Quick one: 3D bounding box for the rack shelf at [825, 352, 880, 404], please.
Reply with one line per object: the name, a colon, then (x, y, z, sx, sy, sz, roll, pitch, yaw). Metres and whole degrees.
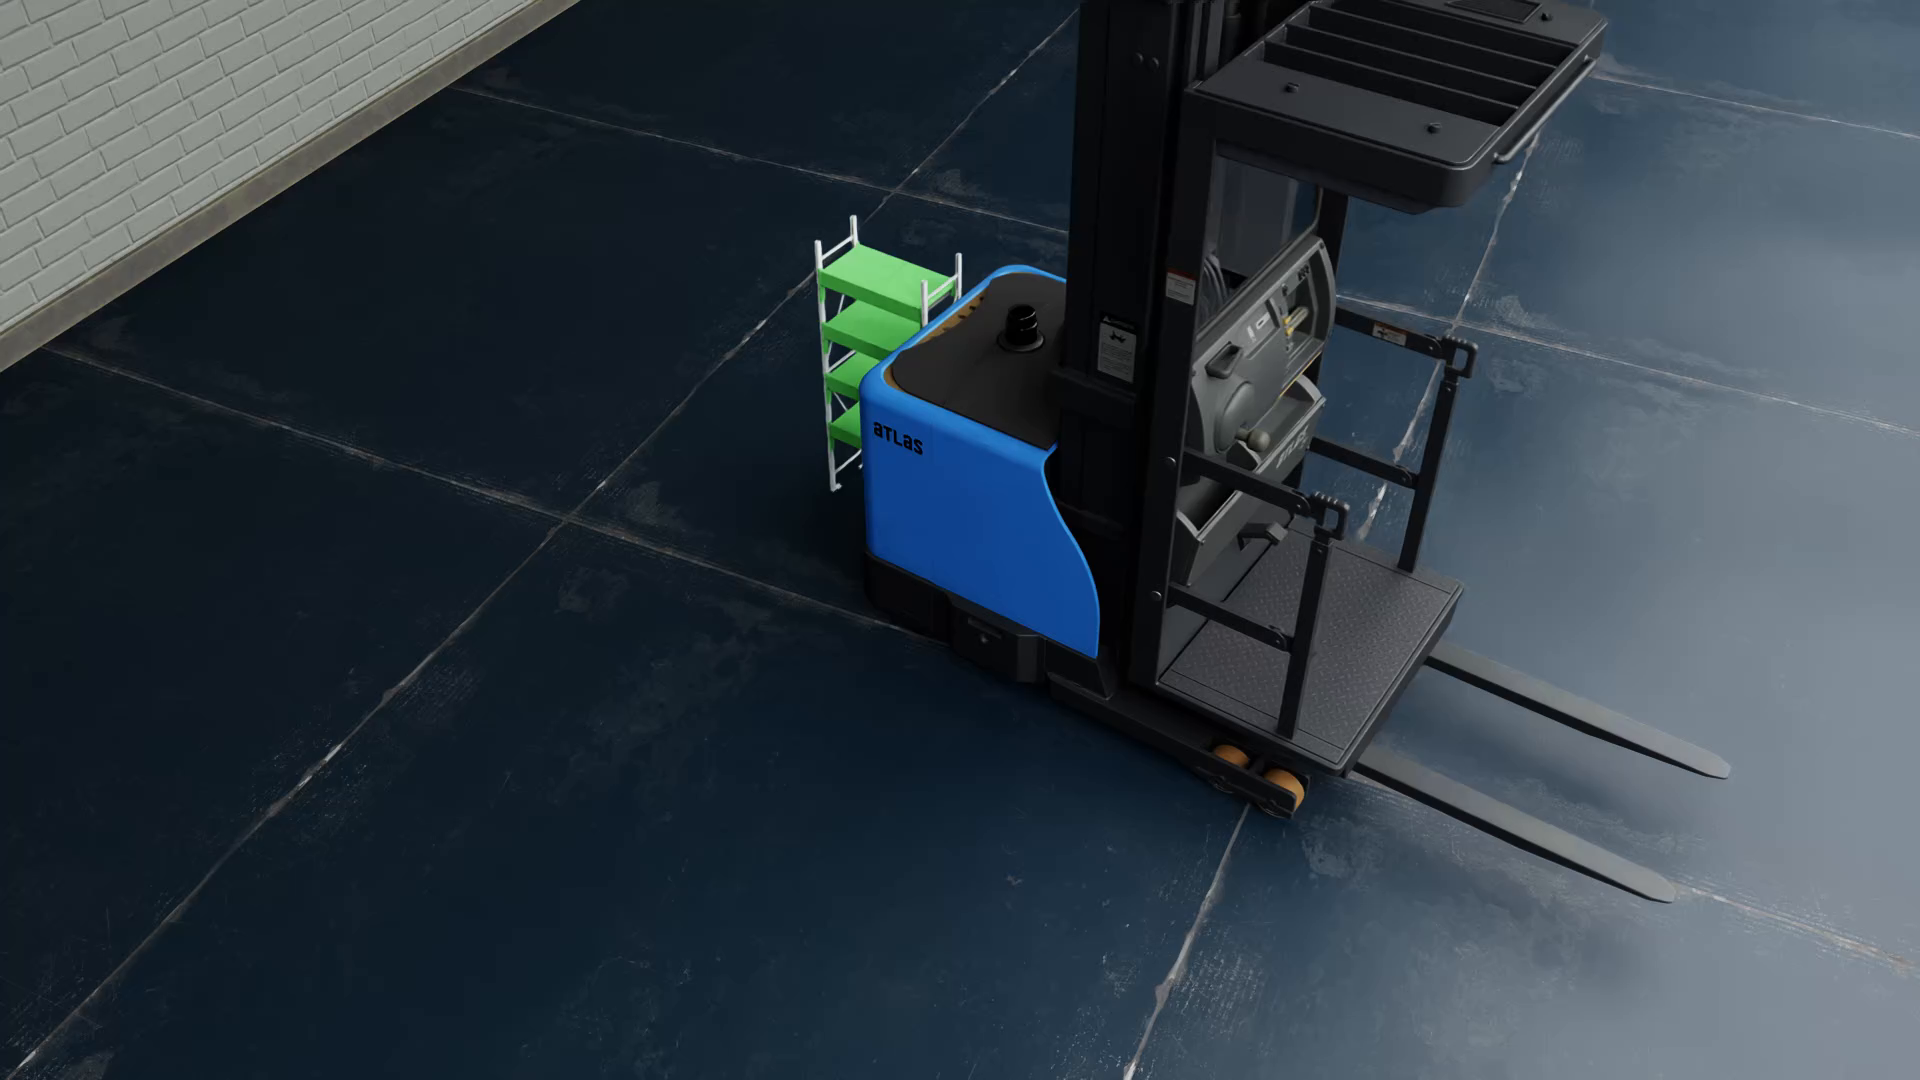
rack shelf: (-0.269, -0.582, 6.603, 0.480, 0.148, 0.258, 24, 46, 25)

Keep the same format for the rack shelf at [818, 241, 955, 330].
rack shelf: (-0.269, -0.945, 6.289, 0.480, 0.148, 0.258, 24, 46, 25)

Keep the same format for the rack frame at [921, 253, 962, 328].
rack frame: (-0.068, -0.540, 6.457, 0.015, 1.200, 0.240, 24, 46, 25)

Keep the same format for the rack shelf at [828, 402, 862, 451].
rack shelf: (-0.269, -0.401, 6.760, 0.480, 0.148, 0.258, 24, 46, 25)

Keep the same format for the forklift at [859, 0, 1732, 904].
forklift: (1.134, -0.563, 5.162, 3.031, 2.935, 1.130, 24, 46, 25)

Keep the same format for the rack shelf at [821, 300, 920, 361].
rack shelf: (-0.269, -0.764, 6.446, 0.480, 0.148, 0.258, 24, 46, 25)

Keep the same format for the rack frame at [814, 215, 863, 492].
rack frame: (-0.470, -0.721, 6.666, 0.015, 1.200, 0.240, 24, 46, 25)

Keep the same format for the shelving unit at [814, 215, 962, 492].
shelving unit: (-0.269, -0.630, 6.561, 0.503, 1.200, 0.258, 24, 46, 25)
